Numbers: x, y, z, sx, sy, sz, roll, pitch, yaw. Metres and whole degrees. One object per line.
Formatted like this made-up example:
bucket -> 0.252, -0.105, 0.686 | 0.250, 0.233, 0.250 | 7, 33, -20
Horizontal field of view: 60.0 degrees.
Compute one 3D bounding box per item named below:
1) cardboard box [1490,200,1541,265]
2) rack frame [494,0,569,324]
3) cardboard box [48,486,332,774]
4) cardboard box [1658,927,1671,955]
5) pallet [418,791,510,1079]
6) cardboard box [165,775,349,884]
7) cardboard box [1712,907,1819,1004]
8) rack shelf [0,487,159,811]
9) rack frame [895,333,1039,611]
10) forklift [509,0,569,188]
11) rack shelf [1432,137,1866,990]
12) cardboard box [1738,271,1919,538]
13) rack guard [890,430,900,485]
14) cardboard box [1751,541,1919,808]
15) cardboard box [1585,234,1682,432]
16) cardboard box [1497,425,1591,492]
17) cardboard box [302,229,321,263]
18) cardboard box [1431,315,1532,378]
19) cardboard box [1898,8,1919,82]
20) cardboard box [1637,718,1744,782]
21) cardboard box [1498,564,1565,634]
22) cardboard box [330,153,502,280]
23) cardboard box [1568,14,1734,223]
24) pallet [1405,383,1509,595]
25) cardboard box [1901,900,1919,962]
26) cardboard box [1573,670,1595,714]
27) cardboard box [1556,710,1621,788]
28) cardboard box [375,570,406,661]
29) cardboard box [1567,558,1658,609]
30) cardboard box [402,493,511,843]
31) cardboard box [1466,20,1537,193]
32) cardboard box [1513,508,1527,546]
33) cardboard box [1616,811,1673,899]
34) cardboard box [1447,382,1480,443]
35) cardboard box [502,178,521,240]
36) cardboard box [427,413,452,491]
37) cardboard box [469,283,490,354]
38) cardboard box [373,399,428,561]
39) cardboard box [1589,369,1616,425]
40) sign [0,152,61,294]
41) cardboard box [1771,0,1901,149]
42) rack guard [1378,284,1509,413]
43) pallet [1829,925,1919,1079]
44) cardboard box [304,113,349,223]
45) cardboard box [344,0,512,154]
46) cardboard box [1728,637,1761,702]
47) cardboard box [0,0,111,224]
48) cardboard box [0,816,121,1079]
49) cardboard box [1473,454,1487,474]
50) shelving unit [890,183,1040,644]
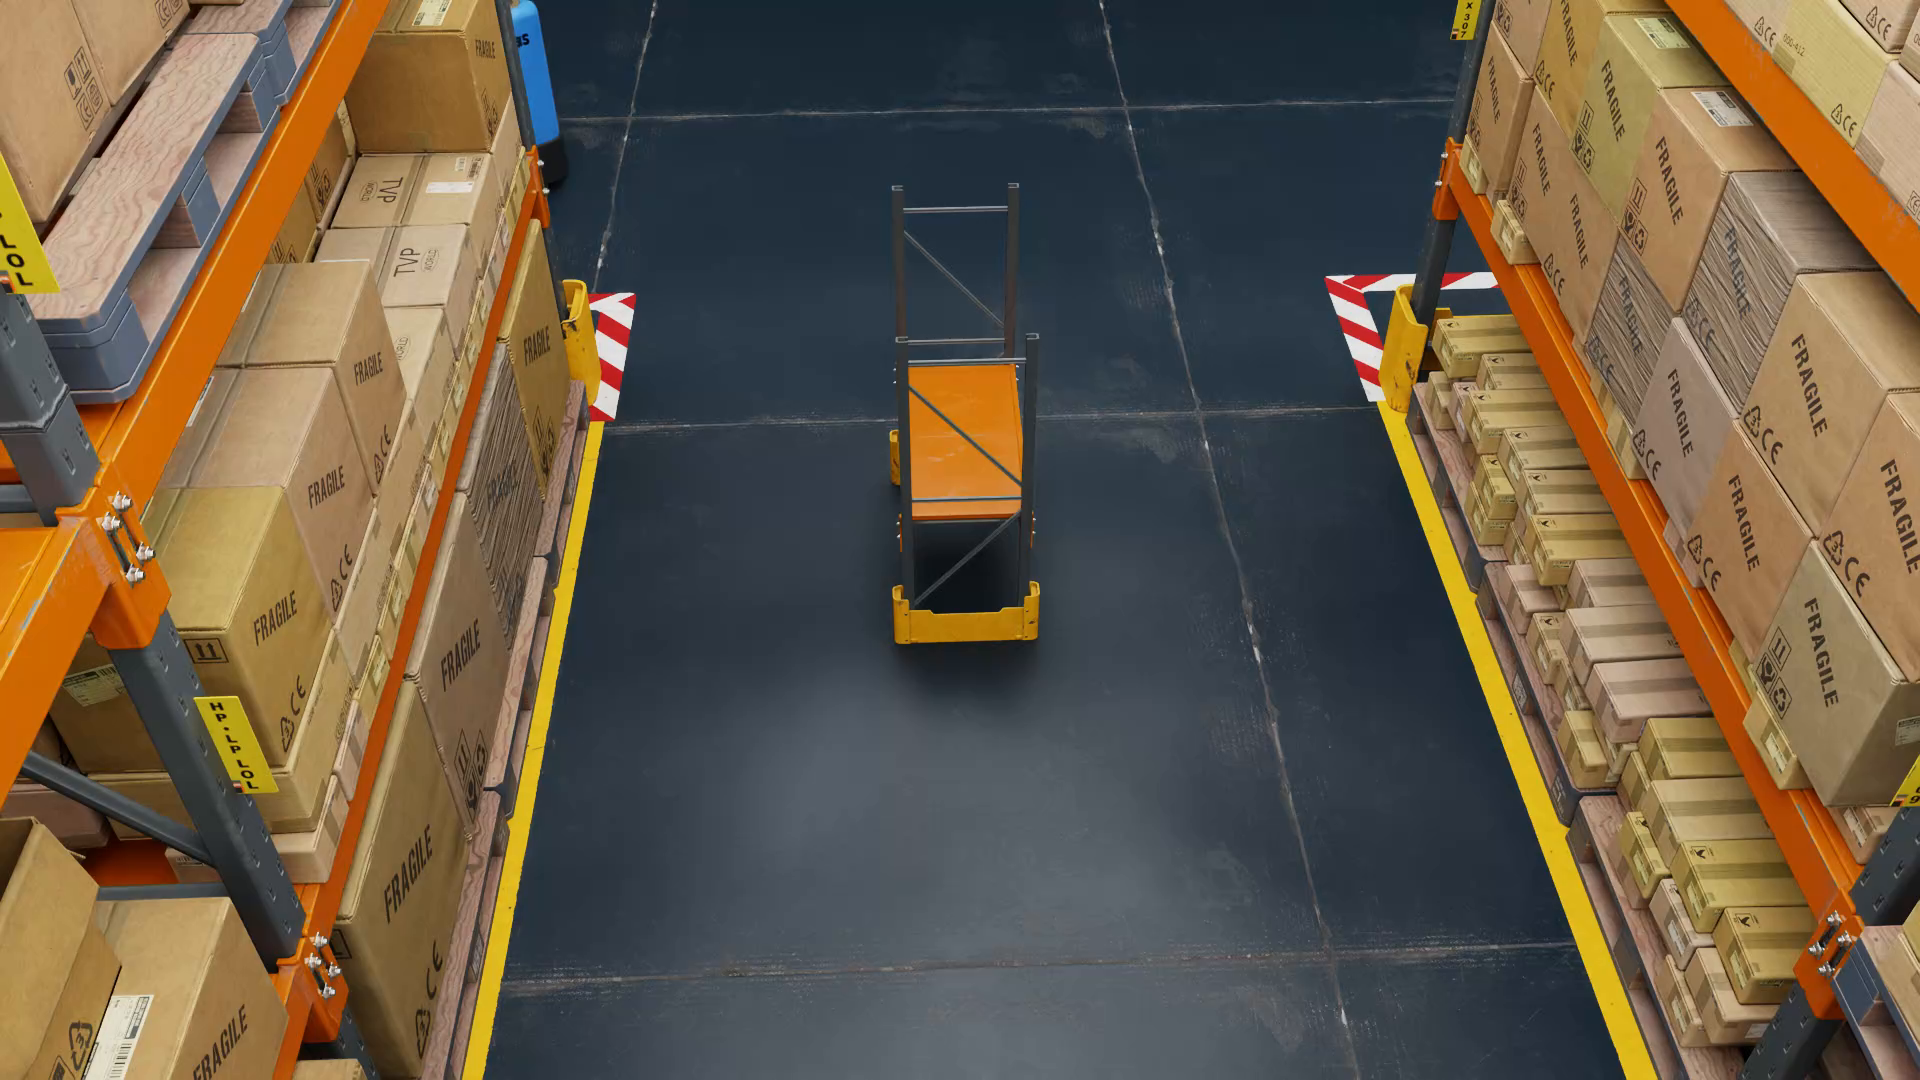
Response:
cardboard box -> 2.322, -1.218, 6.544 | 0.380, 0.149, 0.250 | -3, 43, -3
rack frame -> -2.334, -1.818, 7.013 | 1.000, 3.000, 0.127 | -2, 43, -2
cardboard box -> -1.929, 0.221, 4.125 | 0.500, 0.500, 0.500 | -2, 43, -2
cardboard box -> 2.511, 1.272, 5.442 | 0.380, 0.149, 0.250 | -1, 43, -1
pallet -> -2.119, 1.395, 5.572 | 1.003, 0.211, 1.213 | -2, 43, -2
cardboard box -> -1.845, 0.766, 4.381 | 0.380, 0.149, 0.250 | -2, 43, -2
cardboard box -> 2.520, 1.252, 5.023 | 0.380, 0.149, 0.250 | -1, 43, -1
rack shelf -> -2.079, 1.392, 1.824 | 1.077, 0.370, 4.000 | -2, 43, -2
rack frame -> 0.025, -0.152, 6.306 | 0.500, 1.500, 0.032 | -2, 43, -2
forklift -> -3.665, -2.710, 8.037 | 3.031, 2.935, 1.130 | -30, 50, -28
rack shelf -> 2.710, -0.277, 5.864 | 1.077, 0.370, 4.000 | -2, 43, -2
cardboard box -> 2.478, -0.365, 4.394 | 0.500, 0.500, 0.500 | -3, 43, -3
rack guard -> -0.018, -0.377, 7.476 | 0.587, 0.250, 0.087 | -2, 43, -2
cardboard box -> 2.493, 0.343, 4.361 | 0.500, 0.500, 0.500 | -2, 43, -2
cardboard box -> 2.453, -0.692, 5.491 | 0.500, 0.500, 0.500 | -3, 43, -3
cardboard box -> 2.416, -0.330, 6.749 | 0.380, 0.149, 0.250 | -4, 43, -4
cardboard box -> -2.537, -0.851, 5.849 | 0.500, 0.250, 0.500 | -3, 43, -3
cardboard box -> 2.308, -0.852, 7.318 | 0.380, 0.149, 0.250 | -3, 43, -4
cardboard box -> 2.511, -1.082, 3.732 | 0.500, 0.250, 0.500 | -3, 43, -4
cardboard box -> 2.519, 0.736, 5.586 | 0.380, 0.149, 0.250 | 0, 43, 0
cardboard box -> 2.369, 0.225, 6.584 | 0.380, 0.149, 0.250 | -4, 43, -4
cardboard box -> -2.028, -1.210, 6.241 | 0.500, 0.250, 0.500 | -2, 43, -3
cardboard box -> 2.407, -1.404, 5.528 | 0.500, 0.500, 0.500 | -3, 43, -3
pallet -> 2.628, -0.263, 7.381 | 1.003, 0.211, 1.213 | -2, 43, -2
cardboard box -> 2.353, 0.916, 3.686 | 0.380, 0.149, 0.250 | -1, 43, -1
cardboard box -> 2.477, 0.503, 6.060 | 0.380, 0.149, 0.250 | -4, 43, -4
cardboard box -> 2.394, 0.751, 6.010 | 0.380, 0.149, 0.250 | -2, 43, -2
cardboard box -> -1.880, 0.233, 4.962 | 0.380, 0.149, 0.250 | -3, 43, -3
cardboard box -> 2.490, 0.203, 6.167 | 0.380, 0.149, 0.250 | -2, 43, -2
cardboard box -> -2.151, 0.455, 5.795 | 0.875, 0.875, 0.875 | -2, 43, -2
cardboard box -> 2.369, -1.728, 6.621 | 0.500, 0.500, 0.500 | 0, 43, 0
cardboard box -> 2.454, -0.043, 6.656 | 0.380, 0.149, 0.250 | -4, 43, -4
cardboard box -> 2.412, 1.028, 5.487 | 0.380, 0.149, 0.250 | -3, 43, -3
cardboard box -> 2.347, -0.558, 7.218 | 0.380, 0.149, 0.250 | -2, 43, -2
cardboard box -> -1.977, -1.319, 6.655 | 0.380, 0.149, 0.250 | -1, 43, -1
cardboard box -> -1.912, -0.287, 5.529 | 0.380, 0.149, 0.250 | -3, 43, -3
cardboard box -> -1.945, -0.805, 6.094 | 0.380, 0.149, 0.250 | -3, 43, -3
cardboard box -> -1.966, -0.182, 5.120 | 0.500, 0.250, 0.500 | -1, 43, -1
cardboard box -> 2.429, -0.520, 5.783 | 0.380, 0.149, 0.250 | 0, 43, 0
sign -> -1.623, -0.552, 2.797 | 0.100, 0.325, 0.005 | -2, 43, -2
cardboard box -> 2.473, -1.246, 4.281 | 0.500, 0.250, 0.500 | -2, 43, -2
rack guard -> 2.629, -0.919, 7.883 | 1.175, 0.500, 0.348 | -2, 43, -2
pallet -> 2.682, 1.399, 3.646 | 1.003, 0.211, 1.213 | -2, 43, -2
cardboard box -> -2.562, -1.479, 5.980 | 0.500, 0.500, 0.500 | -3, 43, -3
cardboard box -> -2.051, -1.827, 6.360 | 0.500, 0.500, 0.500 | -1, 43, -1
cardboard box -> 2.478, 0.362, 4.821 | 0.380, 0.149, 0.250 | 0, 43, 0
cardboard box -> -2.258, -0.978, 3.419 | 0.700, 0.500, 0.500 | -4, 43, -4
cardboard box -> -2.129, 0.907, 3.225 | 0.797, 0.503, 0.637 | -3, 43, -3
cardboard box -> 2.438, -0.291, 7.147 | 0.380, 0.149, 0.250 | -1, 43, -1
shelving unit -> 0.003, -0.501, 6.687 | 0.587, 1.500, 1.083 | -2, 43, -2
